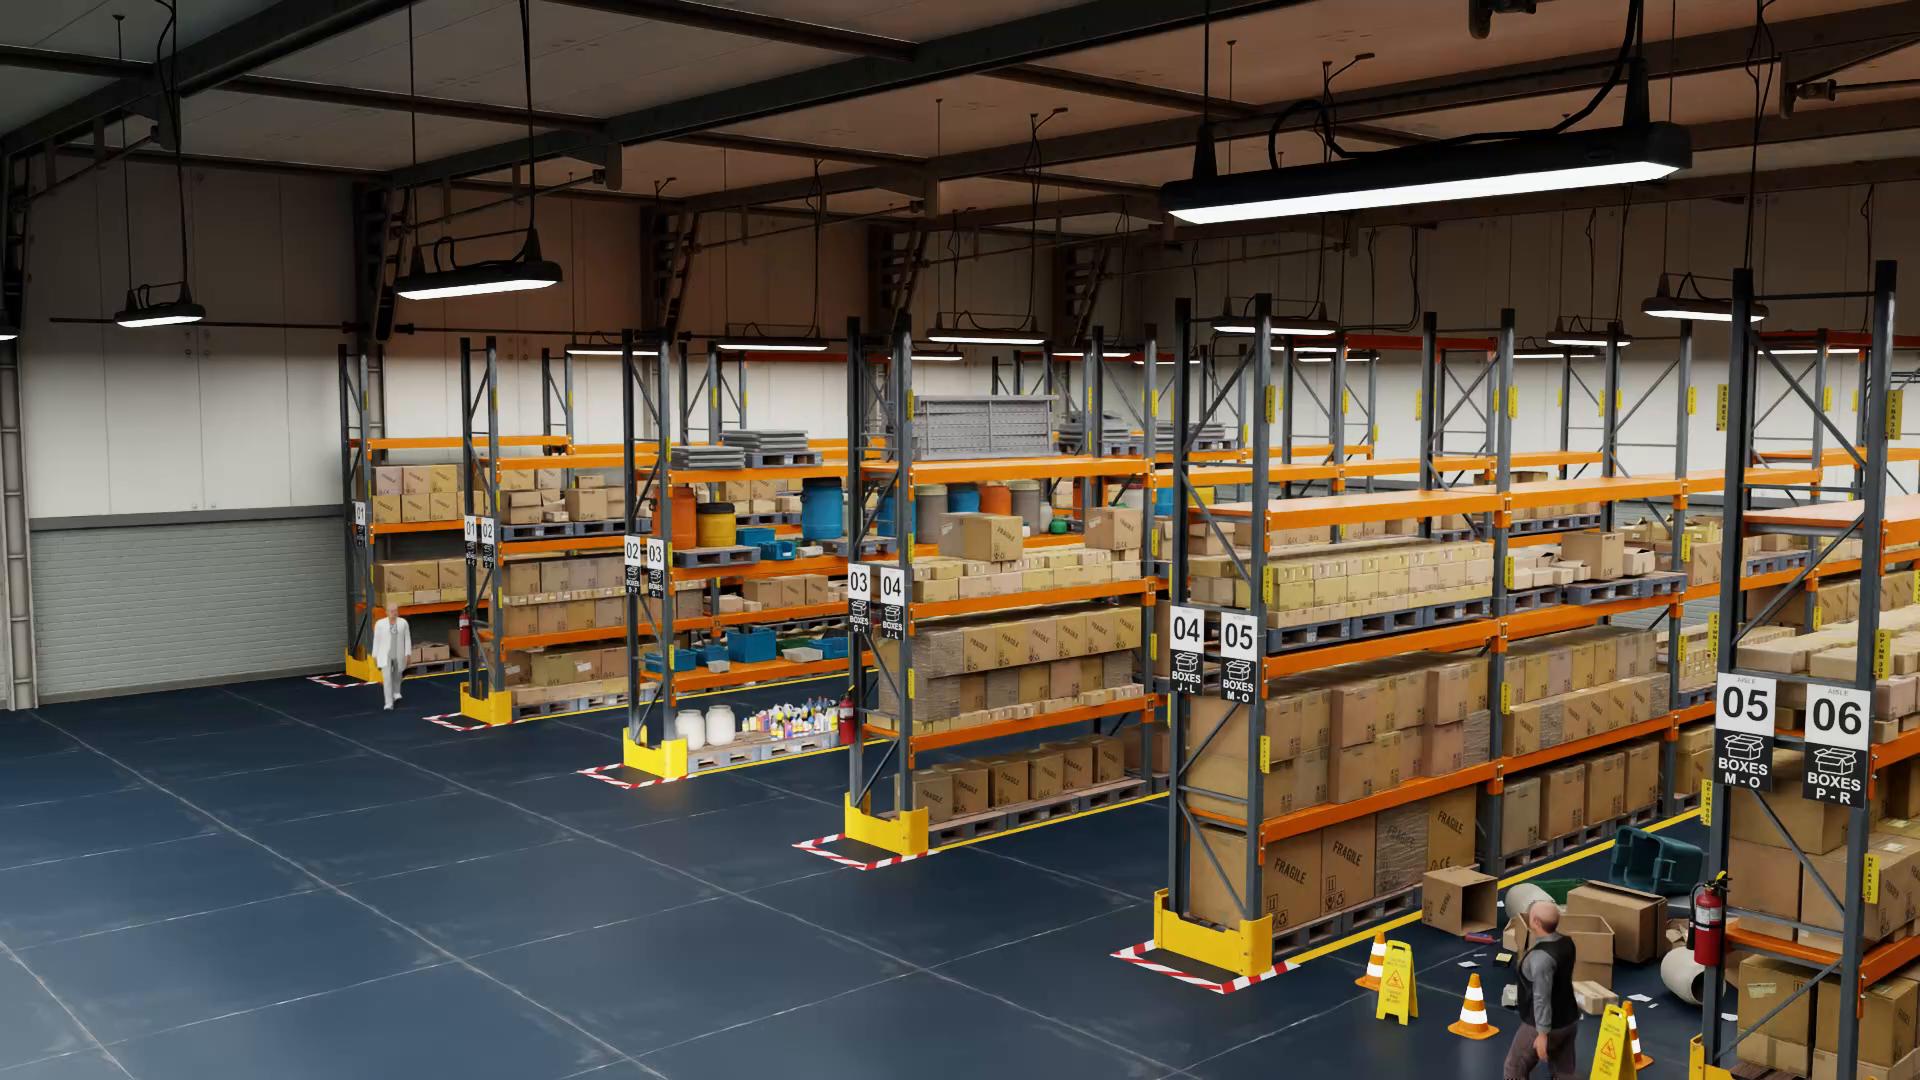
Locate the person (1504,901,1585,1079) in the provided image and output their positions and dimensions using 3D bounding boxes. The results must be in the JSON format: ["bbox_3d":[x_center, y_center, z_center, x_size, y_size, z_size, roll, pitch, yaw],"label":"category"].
[{"bbox_3d":[4.058,3.305,11.346,0.964,1.690,0.558,4,7,41],"label":"person"}]

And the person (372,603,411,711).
[{"bbox_3d":[-9.281,1.879,27.158,0.614,1.717,1.199,-2,6,-25],"label":"person"}]
